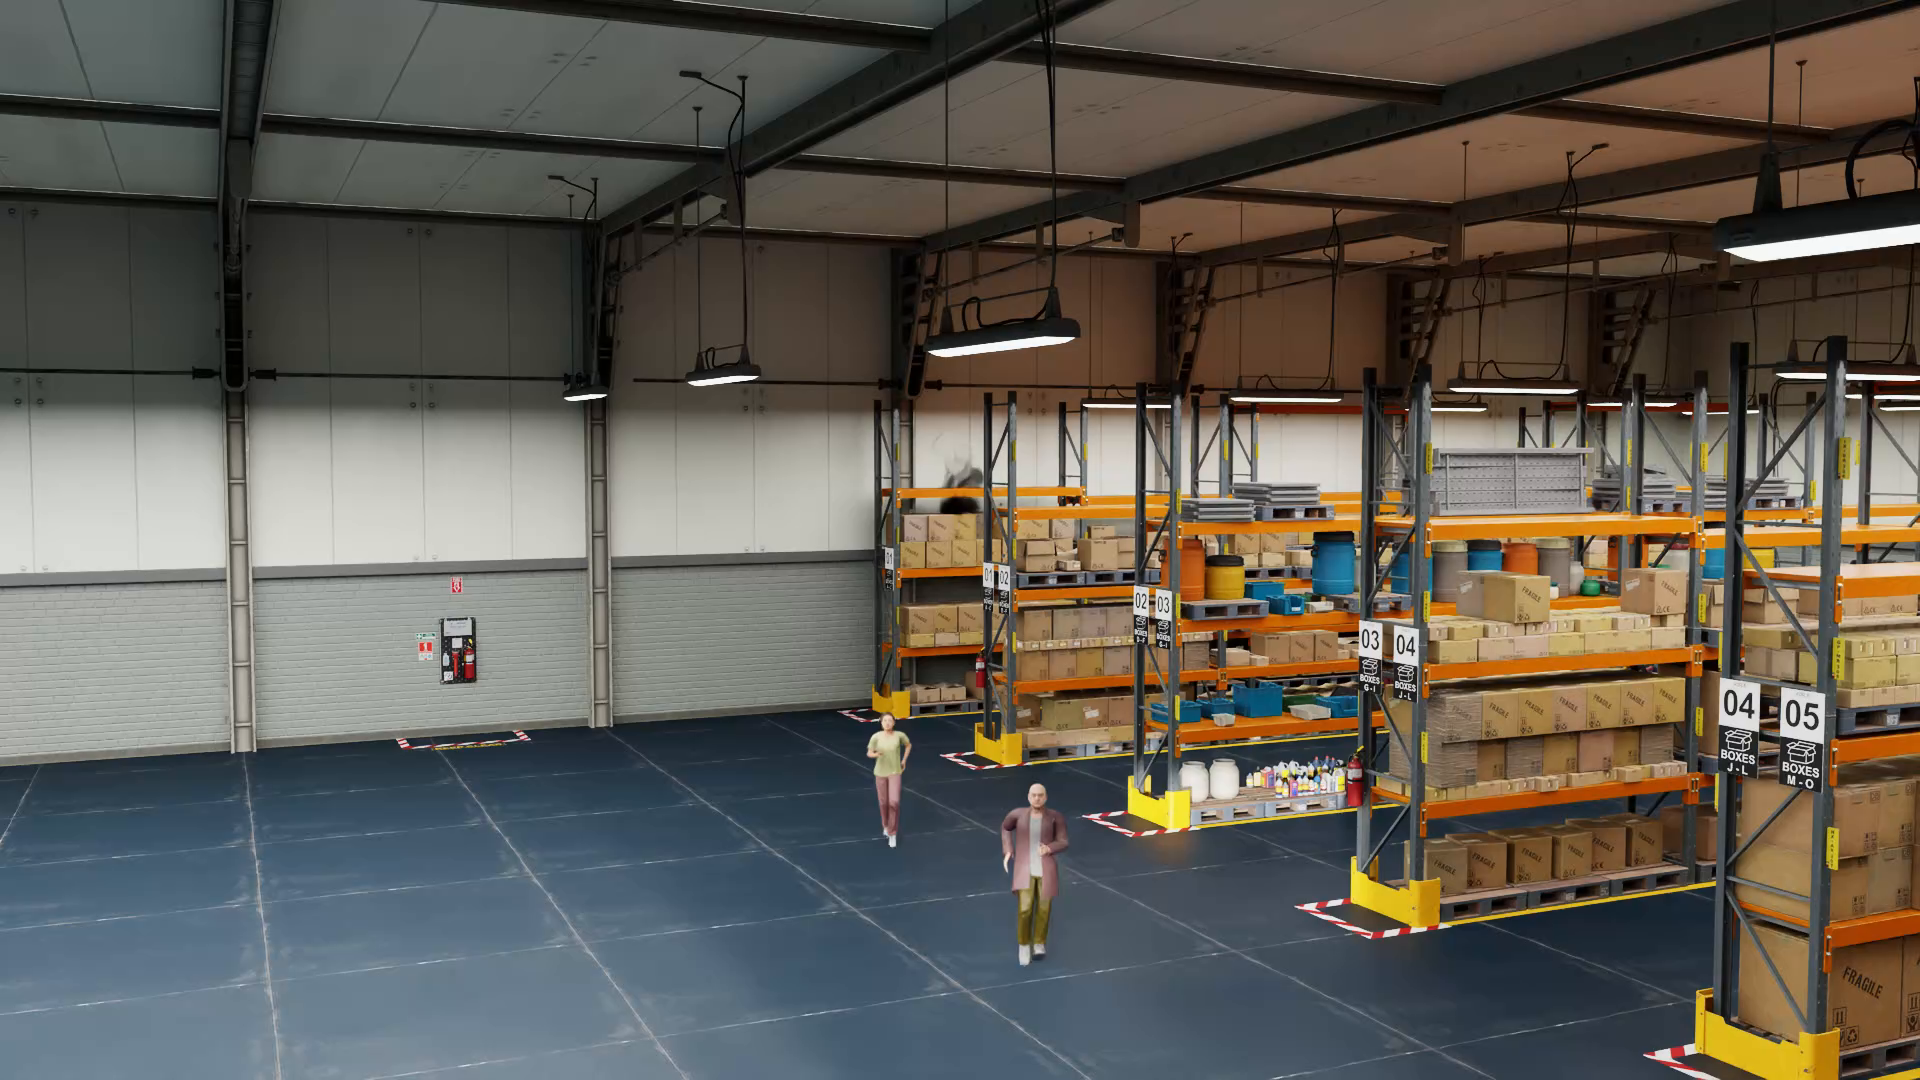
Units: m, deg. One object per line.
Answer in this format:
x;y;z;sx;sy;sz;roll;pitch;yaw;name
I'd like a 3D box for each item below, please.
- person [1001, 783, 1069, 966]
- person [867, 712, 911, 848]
0.745;3.325;16.515;0.673;1.789;0.773;0;3;0;person
-0.926;3.074;21.515;0.560;1.723;0.694;0;3;3;person
